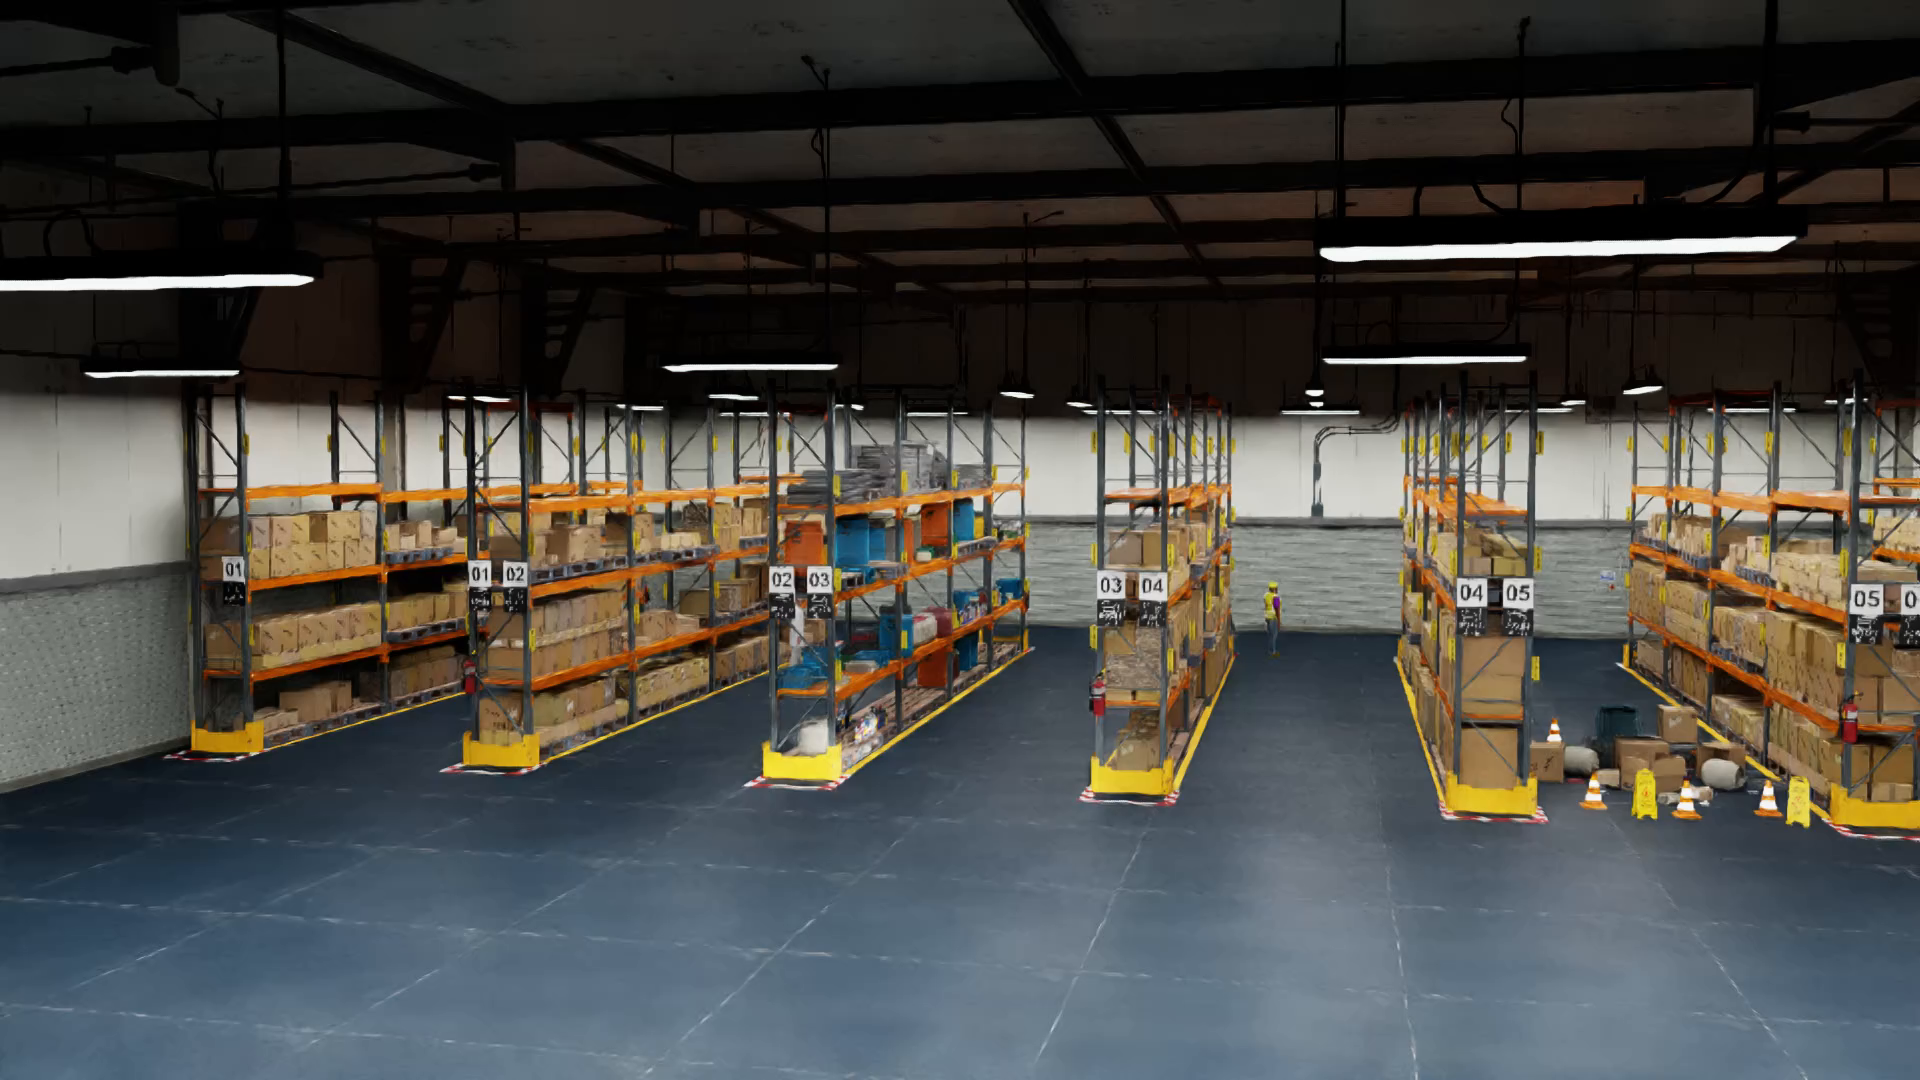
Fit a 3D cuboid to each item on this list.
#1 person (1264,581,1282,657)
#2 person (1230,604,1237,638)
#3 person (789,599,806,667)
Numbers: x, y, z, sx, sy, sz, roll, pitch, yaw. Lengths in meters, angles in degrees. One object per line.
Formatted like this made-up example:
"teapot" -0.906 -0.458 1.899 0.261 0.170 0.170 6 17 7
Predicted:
"person" 7.439 1.859 39.316 0.436 1.756 0.622 -1 3 -16
"person" 6.884 1.730 43.039 0.598 1.629 0.507 -1 4 -21
"person" -3.471 2.045 35.764 0.448 1.784 0.678 0 3 -6
